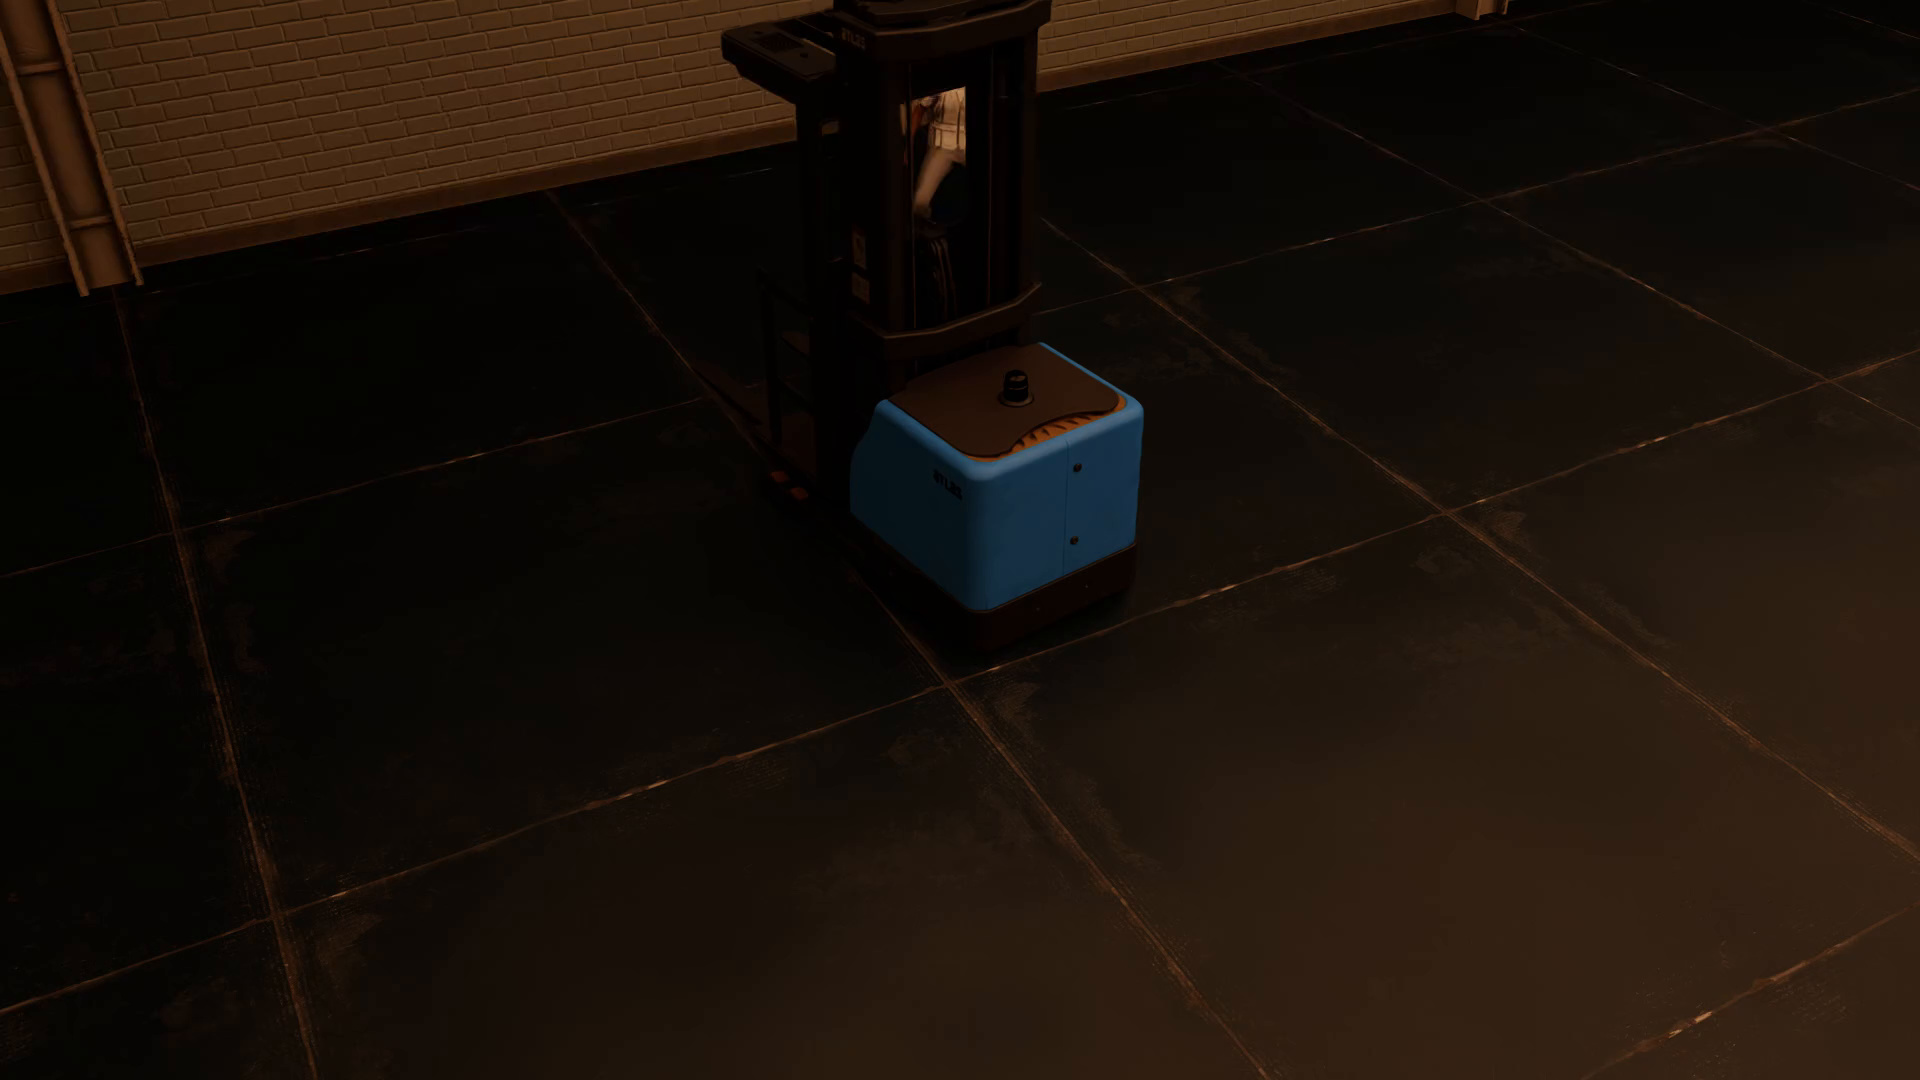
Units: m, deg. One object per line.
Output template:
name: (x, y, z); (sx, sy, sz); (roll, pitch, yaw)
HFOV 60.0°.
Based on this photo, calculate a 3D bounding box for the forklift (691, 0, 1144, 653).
forklift: (-0.409, -1.466, 8.197); (1.130, 2.935, 3.031); (-23, 41, -29)

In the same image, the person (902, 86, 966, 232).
person: (0.027, -2.611, 11.059); (0.875, 1.546, 0.641); (-2, 35, -3)
